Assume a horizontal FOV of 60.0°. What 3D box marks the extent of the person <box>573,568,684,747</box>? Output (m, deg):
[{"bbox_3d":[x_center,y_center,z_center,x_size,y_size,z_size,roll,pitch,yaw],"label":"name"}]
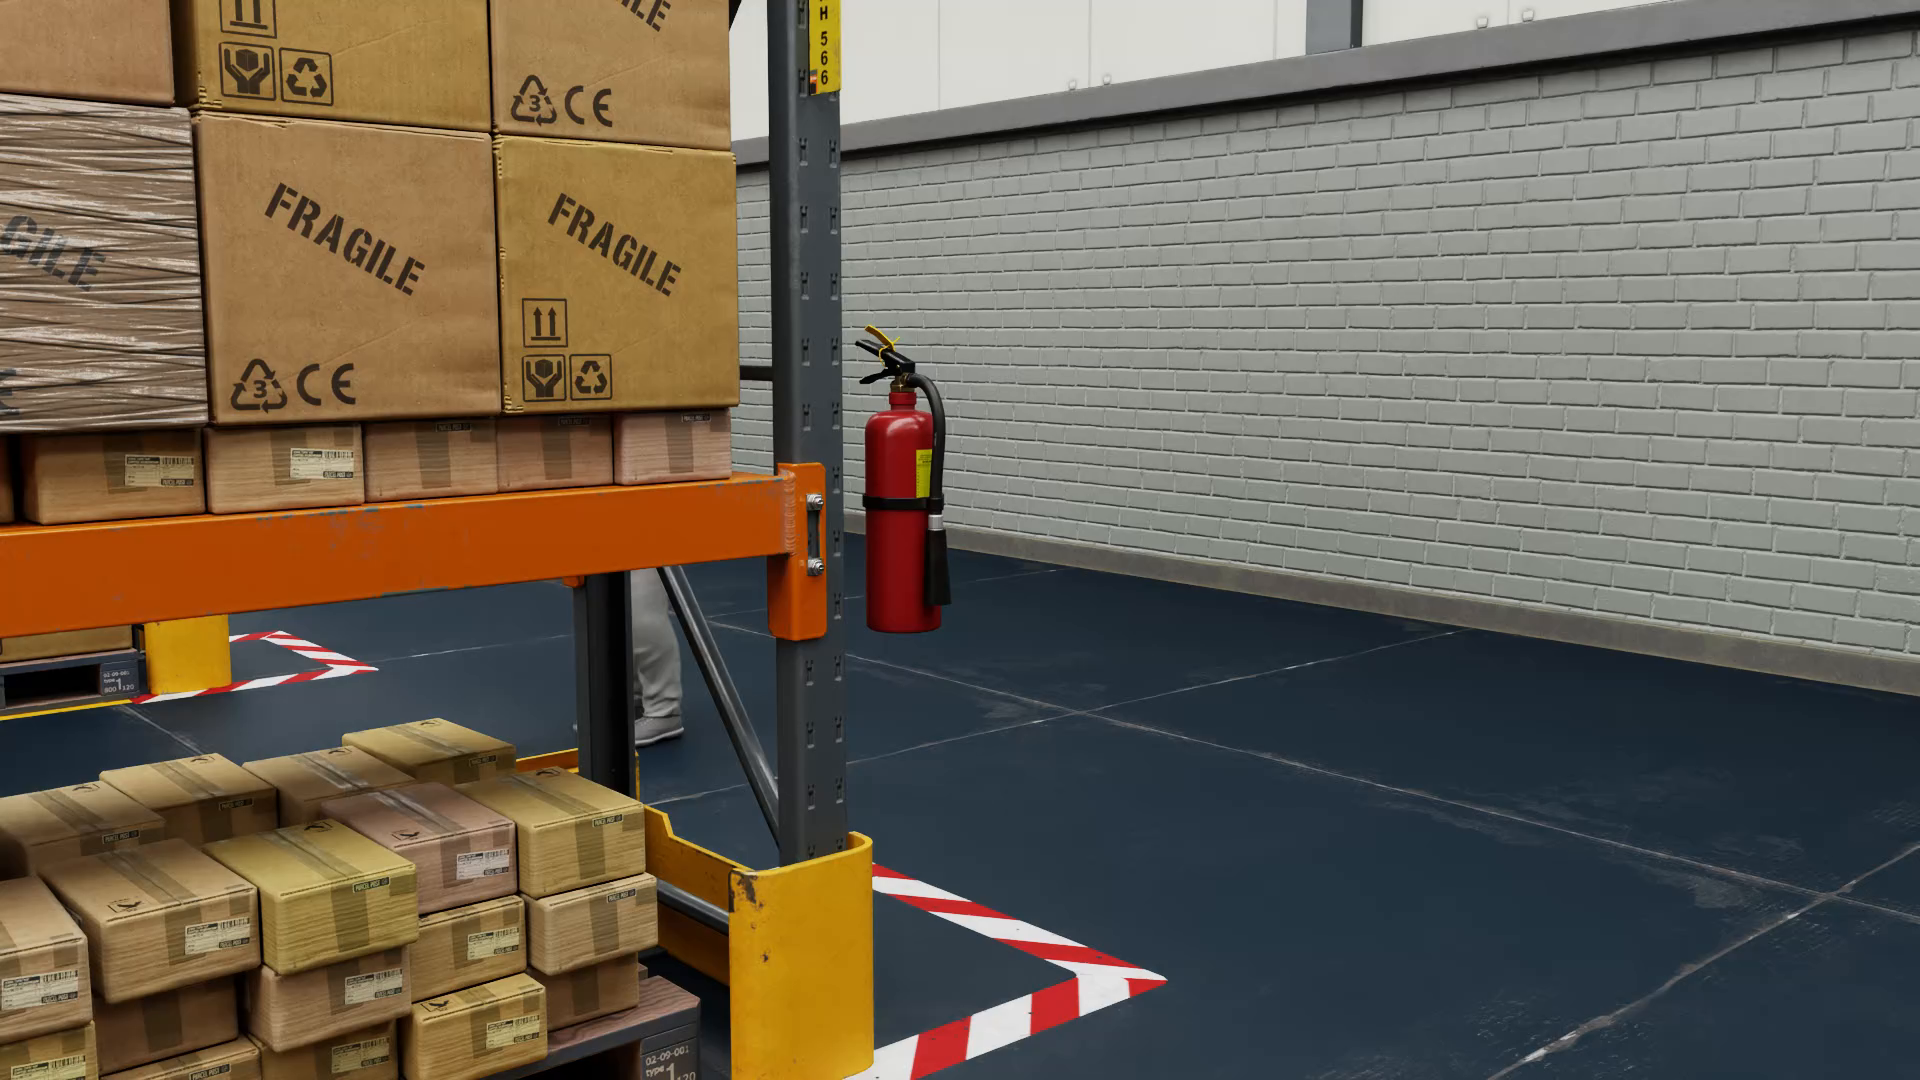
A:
[{"bbox_3d":[-1.318,-0.104,6.455,0.552,1.775,0.518,-6,10,-41],"label":"person"}]
